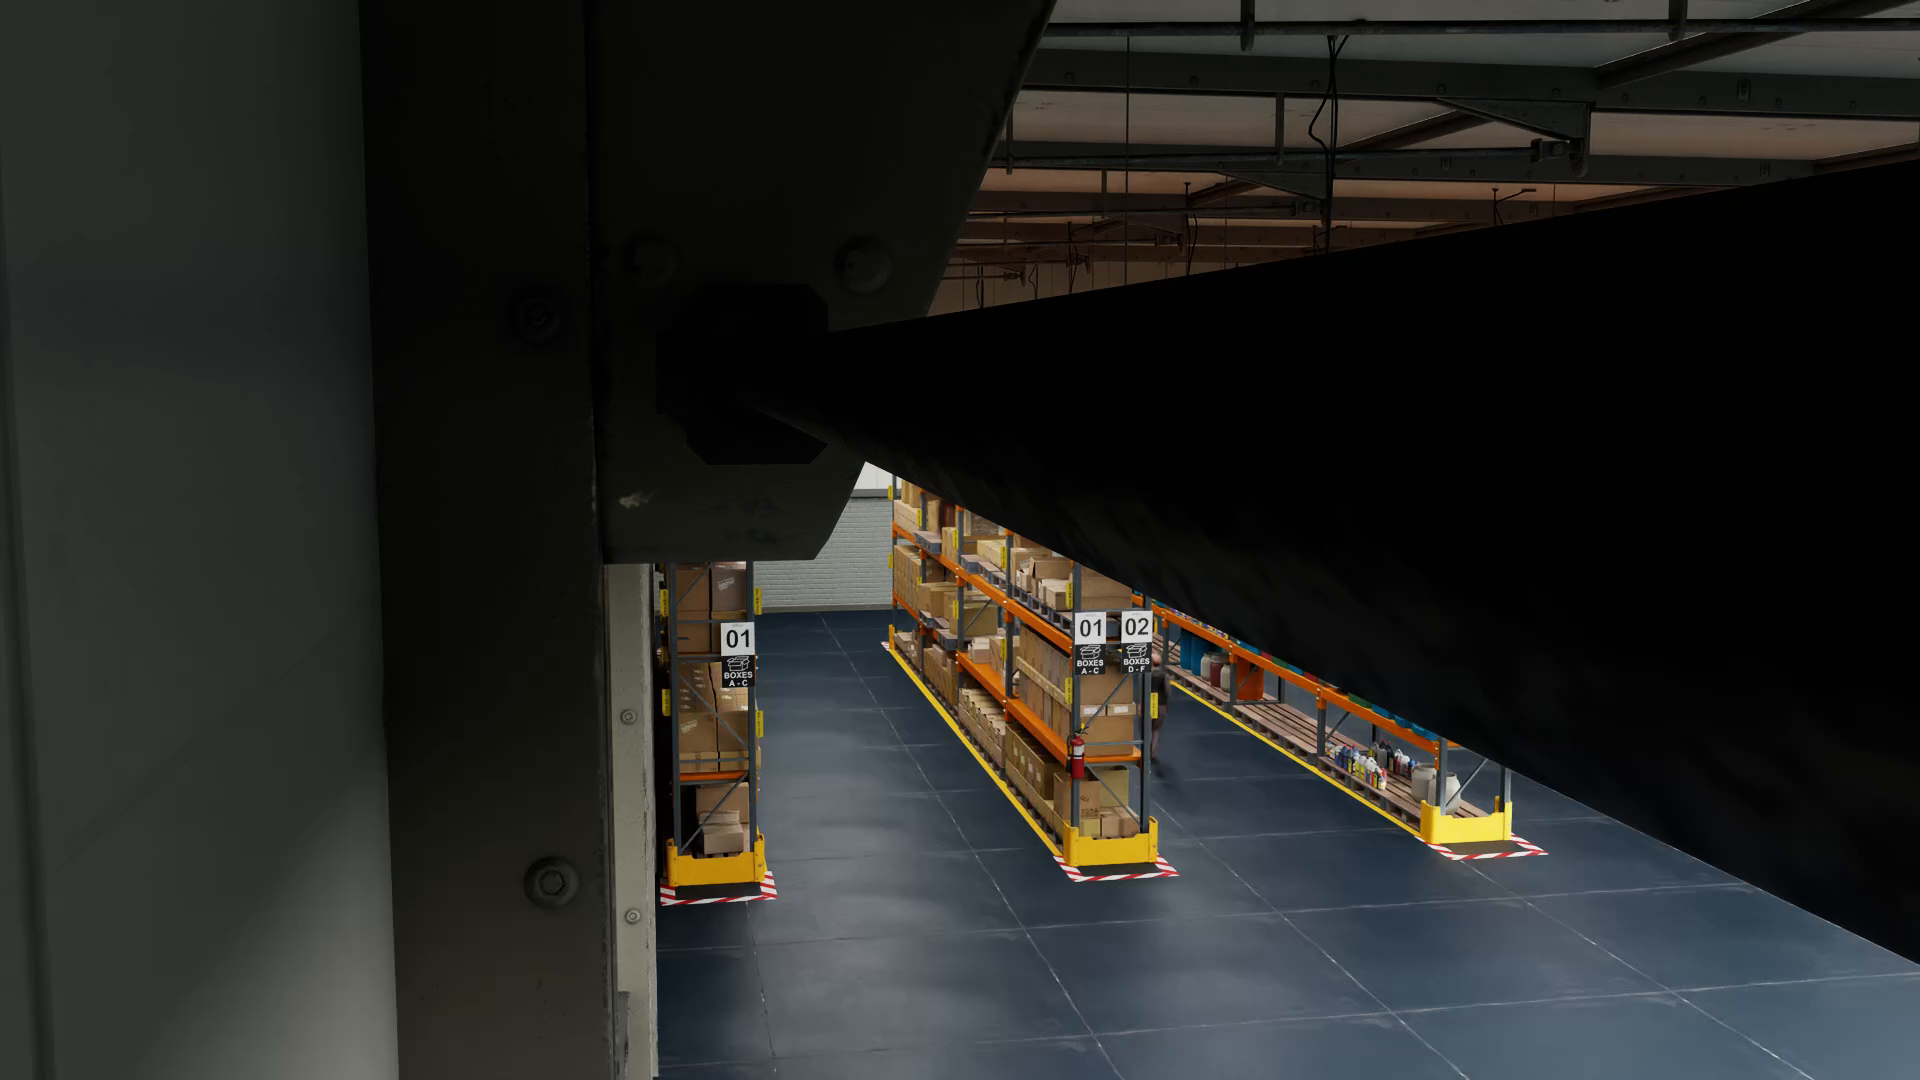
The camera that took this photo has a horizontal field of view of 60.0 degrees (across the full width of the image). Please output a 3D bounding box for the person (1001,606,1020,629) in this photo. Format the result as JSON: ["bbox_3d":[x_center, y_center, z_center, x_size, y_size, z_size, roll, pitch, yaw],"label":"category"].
[{"bbox_3d":[1.224,1.251,39.268,0.448,1.688,0.532,-4,7,-30],"label":"person"}]

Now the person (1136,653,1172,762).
[{"bbox_3d":[3.083,2.640,26.256,0.521,1.731,0.476,3,7,26],"label":"person"}]
